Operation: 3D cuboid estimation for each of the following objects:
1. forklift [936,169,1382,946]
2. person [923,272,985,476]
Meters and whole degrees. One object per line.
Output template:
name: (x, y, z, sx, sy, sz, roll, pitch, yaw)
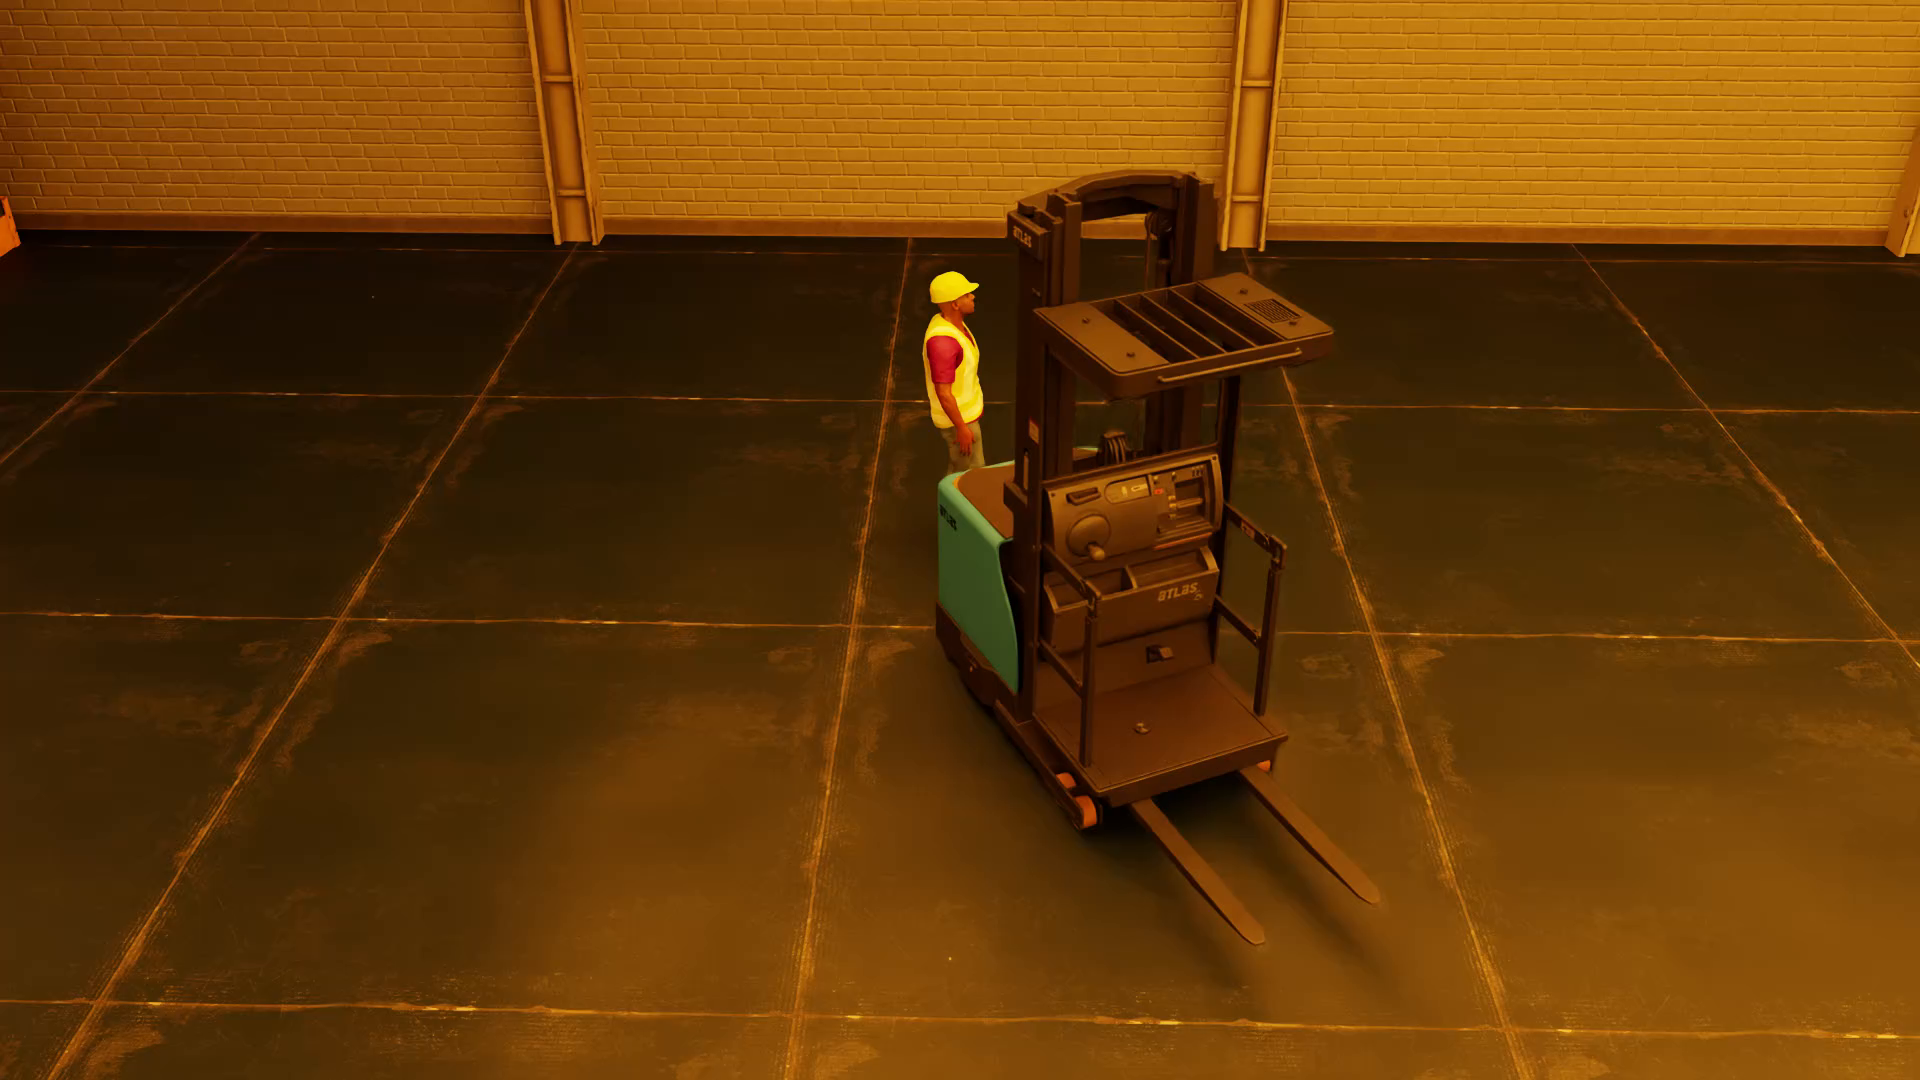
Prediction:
forklift: (0.936, -0.105, 7.793, 1.130, 2.935, 3.031, -13, 33, -21)
person: (0.070, -0.763, 10.042, 0.575, 1.768, 0.666, 1, 31, 1)
